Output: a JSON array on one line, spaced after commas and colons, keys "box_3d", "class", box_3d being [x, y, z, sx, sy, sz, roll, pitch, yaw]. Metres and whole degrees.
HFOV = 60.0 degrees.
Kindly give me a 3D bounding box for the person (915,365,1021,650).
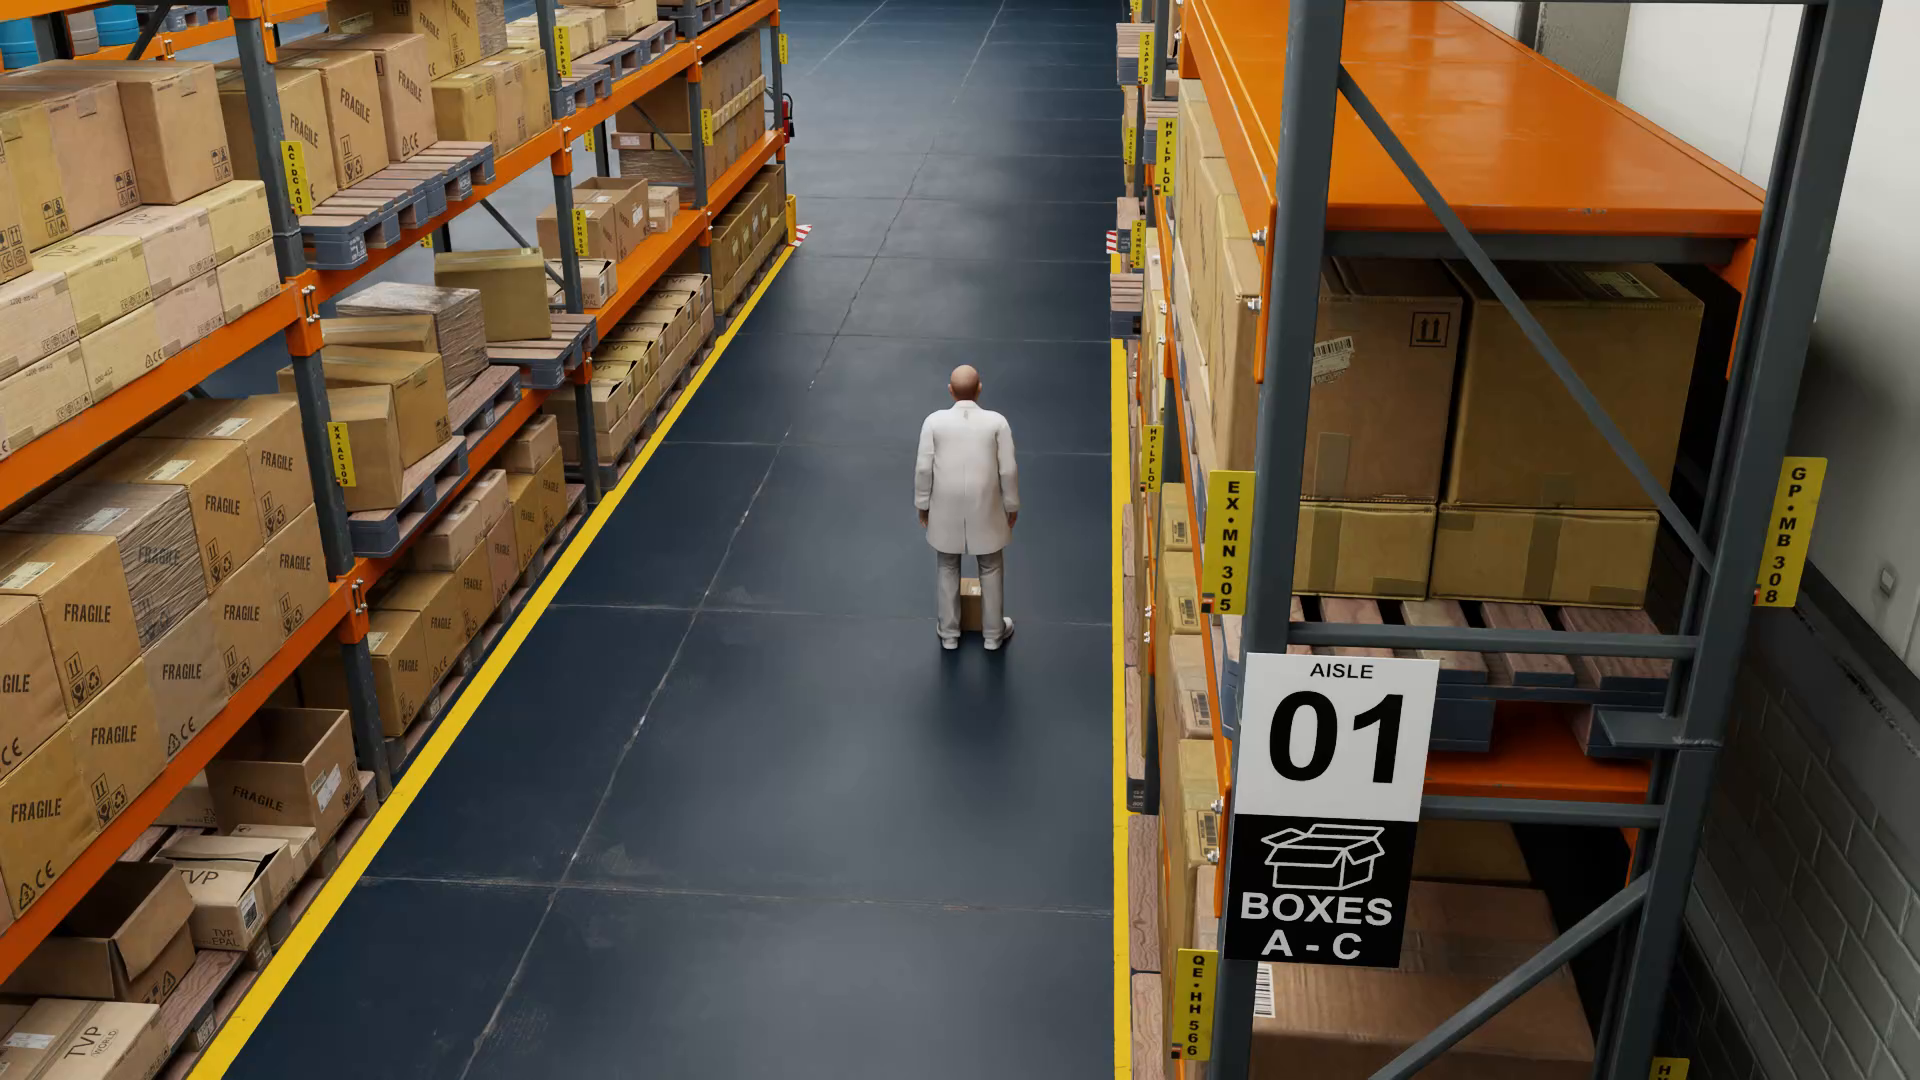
[{"box_3d": [0.045, -0.189, 10.041, 0.642, 1.774, 0.420, 2, 24, 4], "class": "person"}]
